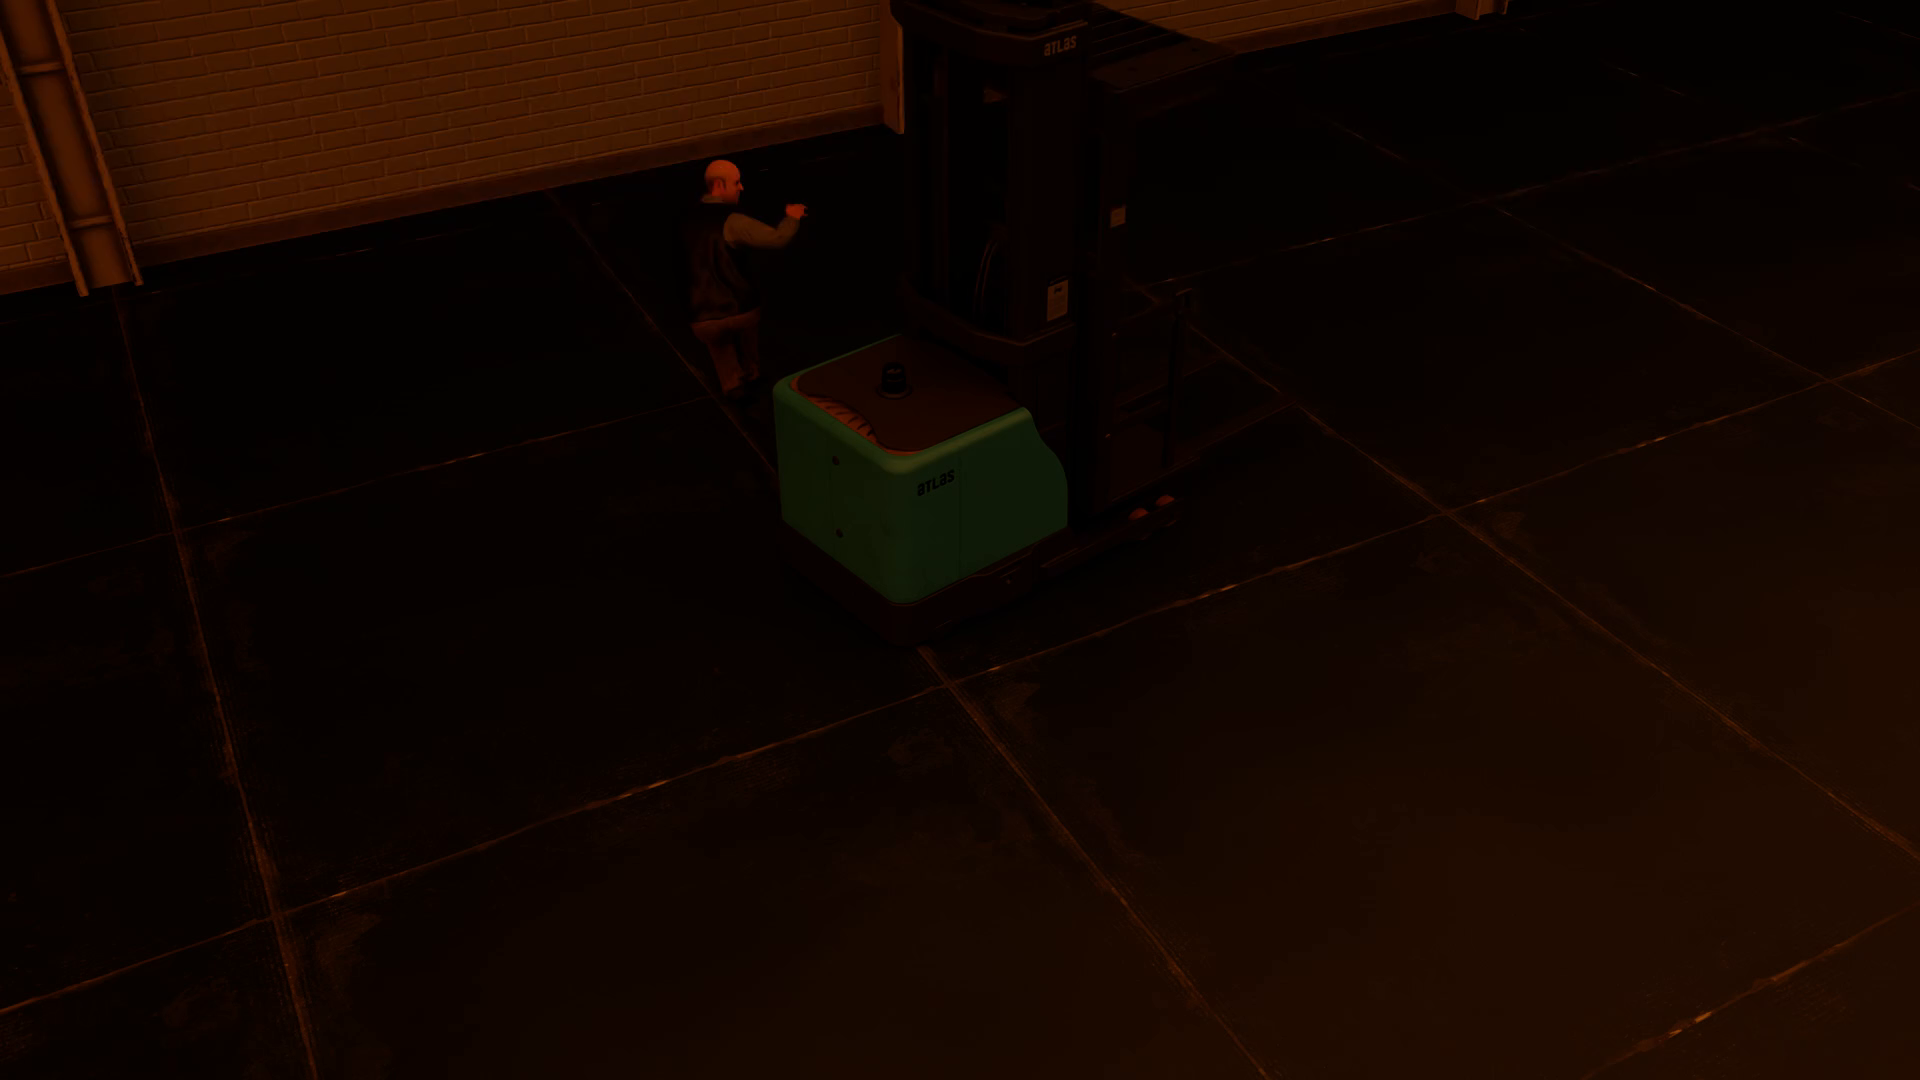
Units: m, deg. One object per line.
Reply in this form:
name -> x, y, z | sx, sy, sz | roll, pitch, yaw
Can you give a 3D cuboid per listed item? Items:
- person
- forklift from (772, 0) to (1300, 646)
person -> -1.241, -1.515, 9.561 | 0.771, 1.450, 1.048 | 1, 35, 2
forklift -> 0.550, -1.405, 8.110 | 3.031, 2.935, 1.130 | -26, 43, -32
